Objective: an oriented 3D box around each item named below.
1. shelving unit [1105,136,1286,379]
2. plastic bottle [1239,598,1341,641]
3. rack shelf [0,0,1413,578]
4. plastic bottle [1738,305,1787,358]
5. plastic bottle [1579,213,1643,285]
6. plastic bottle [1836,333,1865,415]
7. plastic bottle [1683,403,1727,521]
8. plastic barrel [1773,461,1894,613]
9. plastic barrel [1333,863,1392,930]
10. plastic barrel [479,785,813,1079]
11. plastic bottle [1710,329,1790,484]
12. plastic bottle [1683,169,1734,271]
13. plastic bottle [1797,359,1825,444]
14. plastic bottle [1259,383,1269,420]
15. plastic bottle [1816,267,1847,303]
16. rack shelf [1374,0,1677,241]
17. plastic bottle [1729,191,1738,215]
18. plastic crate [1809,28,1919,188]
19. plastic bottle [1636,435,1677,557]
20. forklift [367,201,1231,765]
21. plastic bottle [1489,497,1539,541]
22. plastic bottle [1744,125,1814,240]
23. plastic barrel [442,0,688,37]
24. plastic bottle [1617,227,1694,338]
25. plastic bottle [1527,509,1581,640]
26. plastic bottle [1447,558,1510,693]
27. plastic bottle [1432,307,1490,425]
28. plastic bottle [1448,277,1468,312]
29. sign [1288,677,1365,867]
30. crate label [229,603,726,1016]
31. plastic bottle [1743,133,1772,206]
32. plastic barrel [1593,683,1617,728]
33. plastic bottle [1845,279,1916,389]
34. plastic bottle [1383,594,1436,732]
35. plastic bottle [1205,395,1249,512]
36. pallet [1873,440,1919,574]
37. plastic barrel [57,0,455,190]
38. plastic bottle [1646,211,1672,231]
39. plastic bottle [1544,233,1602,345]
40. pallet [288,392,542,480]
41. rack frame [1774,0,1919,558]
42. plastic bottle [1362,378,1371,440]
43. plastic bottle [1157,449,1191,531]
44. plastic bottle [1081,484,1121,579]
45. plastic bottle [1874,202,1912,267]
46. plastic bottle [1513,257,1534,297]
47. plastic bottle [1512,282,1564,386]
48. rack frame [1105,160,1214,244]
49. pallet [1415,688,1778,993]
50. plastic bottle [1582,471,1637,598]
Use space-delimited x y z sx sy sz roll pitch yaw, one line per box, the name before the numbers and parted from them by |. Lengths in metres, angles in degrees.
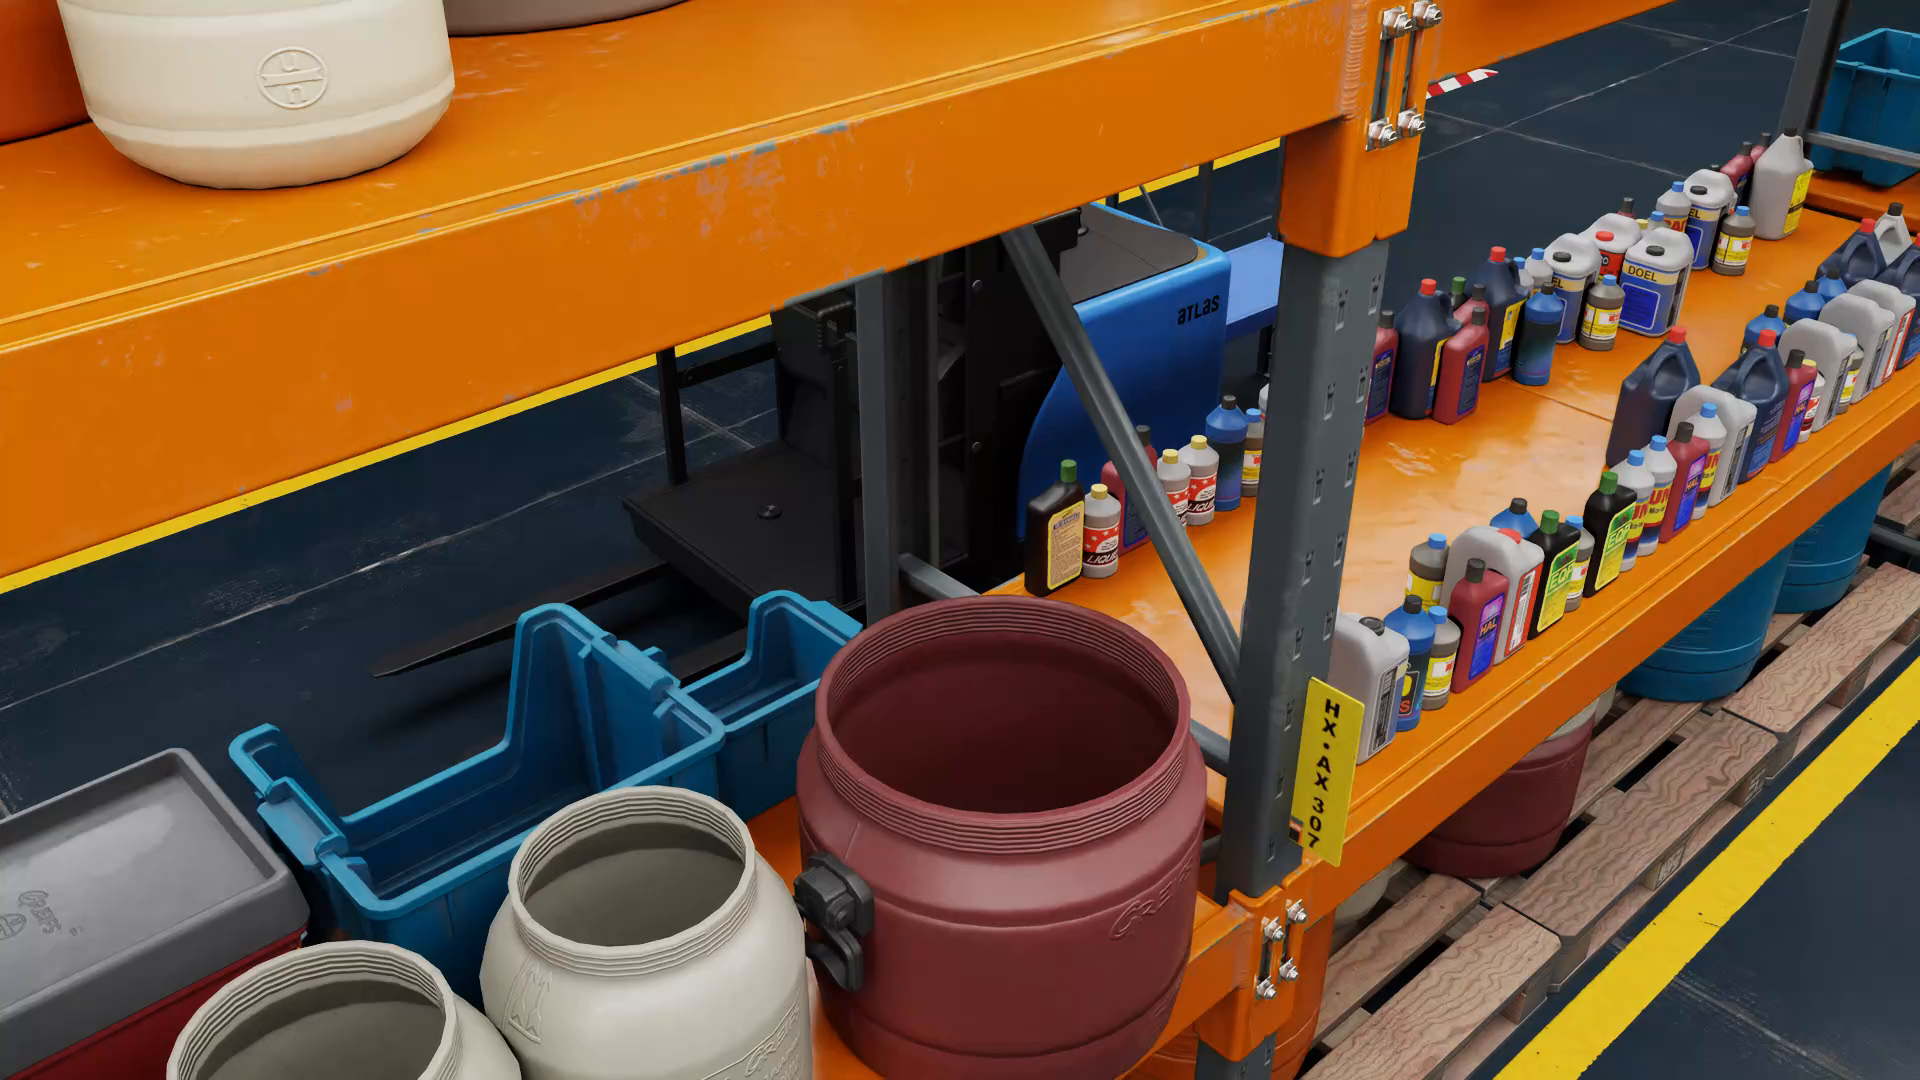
shelving unit | 1.117 -1.123 6.648 1.048 1.500 0.538 -24 39 -34
plastic bottle | 0.628 0.195 3.175 0.135 0.276 0.152 -26 40 -35
rack shelf | -1.272 -0.033 1.244 4.000 0.370 1.077 -26 40 -35
plastic bottle | 2.054 -0.473 4.272 0.097 0.271 0.097 0 31 0
plastic bottle | 1.850 -0.789 4.784 0.135 0.276 0.152 -26 40 -35
plastic bottle | 2.256 -0.433 4.273 0.097 0.201 0.097 0 31 0
plastic bottle | 1.682 -0.185 3.801 0.097 0.271 0.097 0 31 0
plastic barrel | 2.717 -0.286 5.452 0.708 0.901 0.600 -26 40 -35
plastic barrel | 0.895 0.698 4.216 0.421 0.512 0.421 0 31 0
plastic barrel | -0.414 0.629 2.239 0.421 0.512 0.421 0 31 0
plastic bottle | 1.868 -0.326 3.955 0.185 0.351 0.144 -26 40 -35
plastic bottle | 2.261 -0.988 5.109 0.135 0.276 0.152 -26 40 -35
plastic bottle | 2.086 -0.351 4.139 0.097 0.201 0.097 0 31 0
plastic bottle | 0.753 -0.276 3.949 0.097 0.271 0.097 0 31 0
plastic bottle | 2.322 -0.603 4.484 0.097 0.271 0.097 0 31 0
rack shelf | 1.661 -1.452 3.564 4.000 0.370 1.077 -26 40 -35
plastic bottle | 2.399 -1.042 5.269 0.097 0.201 0.097 0 31 0
plastic crate | 3.238 -1.504 5.792 0.575 0.384 0.392 -26 40 -35
plastic bottle | 1.513 -0.103 3.667 0.097 0.271 0.097 0 31 0
forklift | -0.476 -1.039 5.140 3.031 2.935 1.130 -24 39 -34
plastic bottle | 1.133 0.037 3.438 0.097 0.271 0.097 0 31 0
plastic bottle | 2.620 -1.153 5.307 0.185 0.351 0.144 -26 40 -35
plastic barrel | -0.555 -1.055 1.745 0.600 0.901 0.600 0 31 0
plastic bottle | 1.954 -0.731 4.689 0.135 0.276 0.152 -26 40 -35
plastic bottle | 1.200 0.056 3.395 0.133 0.283 0.061 -26 40 -35
plastic bottle | 1.004 0.151 3.240 0.133 0.283 0.061 -26 40 -35
plastic bottle | 1.273 -0.443 4.211 0.133 0.283 0.061 -26 40 -35
plastic bottle | 1.273 -0.545 4.378 0.133 0.283 0.061 -26 40 -35
sign | 0.574 0.368 2.616 0.005 0.325 0.100 -26 40 -35
crate label | -0.718 0.464 2.582 0.616 0.435 0.502 -26 40 -35
plastic bottle | 2.569 -1.172 5.404 0.133 0.283 0.061 -26 40 -35
plastic barrel | 1.723 0.297 4.871 0.421 0.512 0.421 0 31 0
plastic bottle | 2.421 -0.564 4.416 0.135 0.276 0.152 -26 40 -35
plastic bottle | 0.835 0.224 3.131 0.097 0.271 0.097 0 31 0
plastic bottle | 0.610 -0.207 3.836 0.097 0.271 0.097 0 31 0
pallet | 3.641 -0.275 6.497 1.213 0.211 1.003 -26 40 -35
plastic barrel | -0.579 -0.450 1.369 0.301 0.262 0.301 0 31 0
plastic bottle | 2.086 -0.891 5.022 0.097 0.201 0.097 0 31 0
plastic bottle | 1.680 -0.707 4.650 0.135 0.276 0.152 -26 40 -35
pallet | -2.597 -0.727 7.237 1.213 0.211 1.003 -26 40 -35
rack frame | 3.128 -1.189 5.319 0.127 3.000 1.000 -26 40 -35
plastic bottle | 0.967 -0.350 4.137 0.097 0.201 0.097 0 31 0
plastic bottle | 0.467 -0.108 3.741 0.097 0.201 0.097 0 31 0
plastic bottle | 0.298 -0.026 3.608 0.097 0.201 0.097 0 31 0
plastic bottle | 2.578 -0.772 4.684 0.185 0.351 0.144 -26 40 -35
plastic bottle | 1.505 -0.640 4.544 0.097 0.271 0.097 0 31 0
plastic bottle | 1.532 -0.550 4.397 0.097 0.271 0.097 0 31 0
rack frame | 0.730 -0.951 6.367 0.032 1.500 0.500 -24 39 -34
pallet | 1.639 0.693 4.914 1.213 0.211 1.003 -26 40 -35
plastic bottle | 1.369 -0.026 3.529 0.133 0.283 0.061 -26 40 -35
